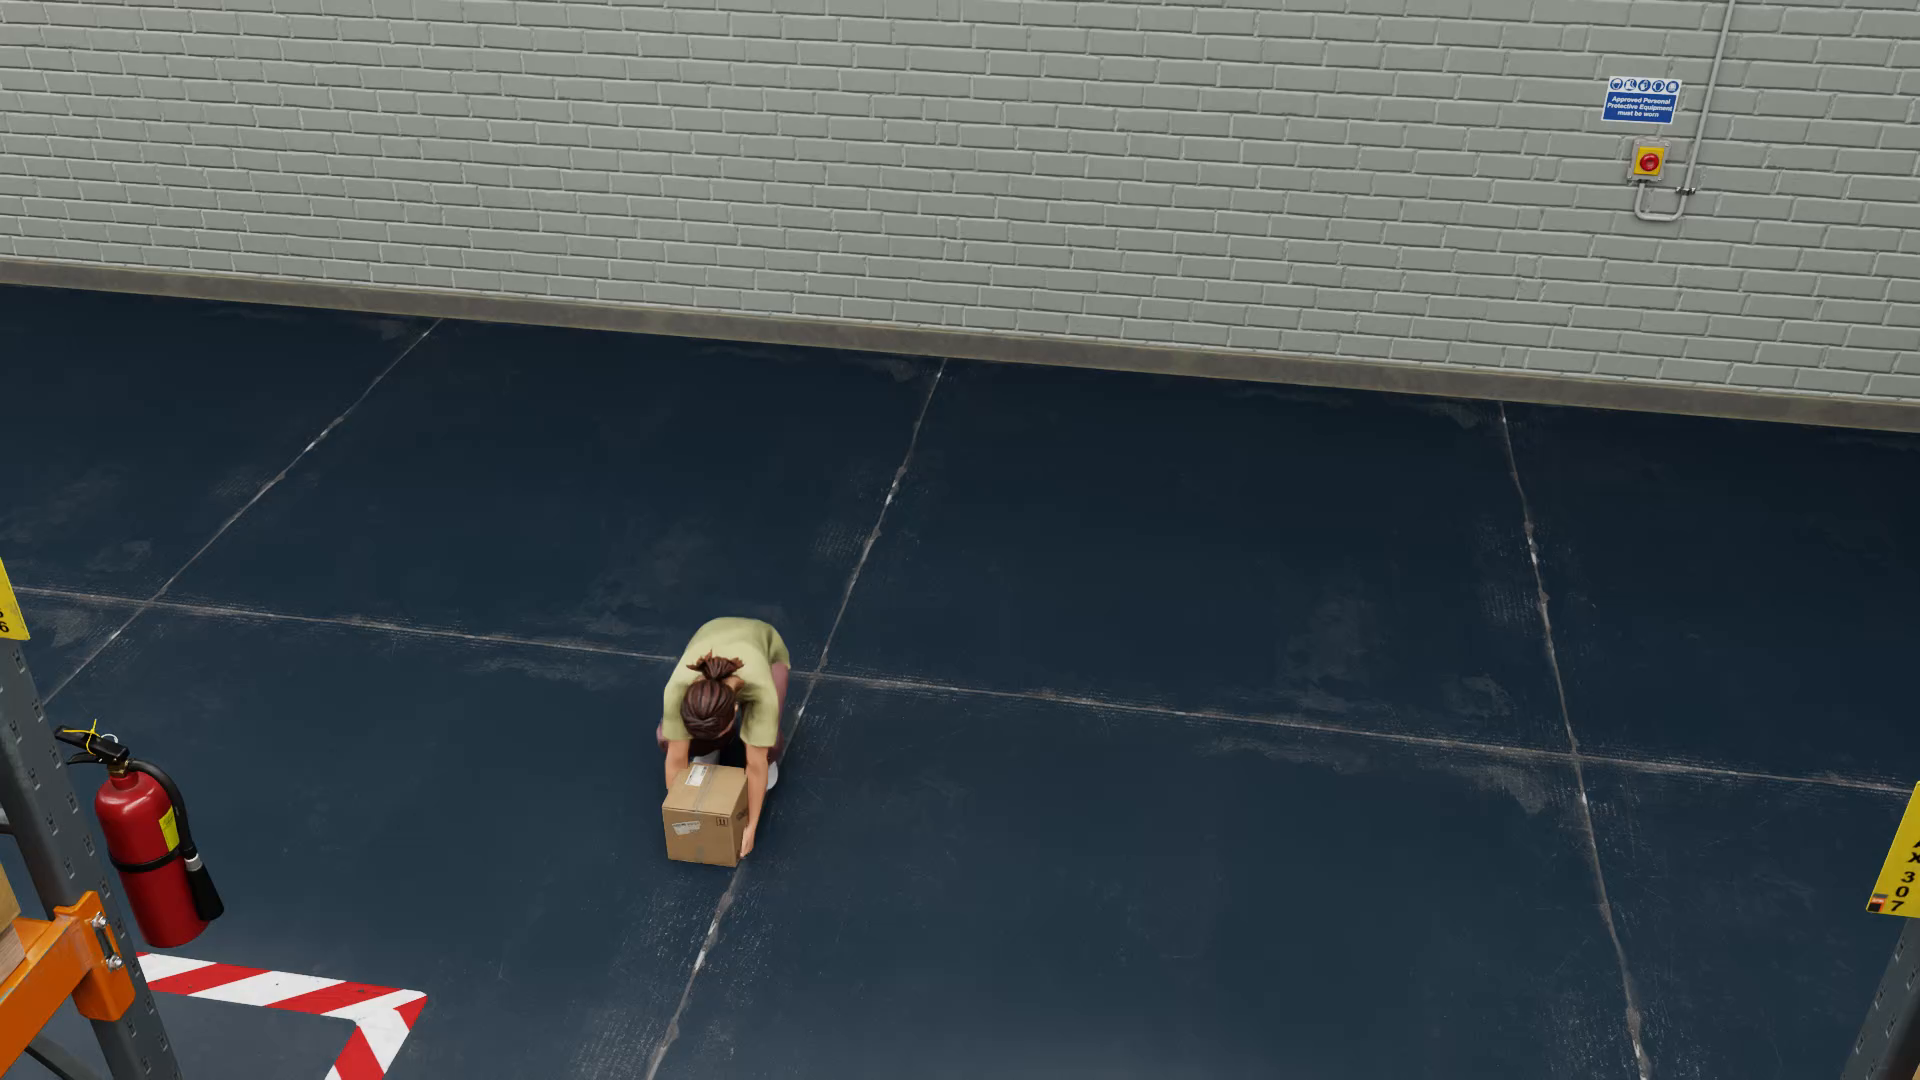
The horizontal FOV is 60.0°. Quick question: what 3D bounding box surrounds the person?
[{"bbox_3d":[-0.851,0.639,6.066,0.472,0.806,0.831,5,33,8],"label":"person"}]
